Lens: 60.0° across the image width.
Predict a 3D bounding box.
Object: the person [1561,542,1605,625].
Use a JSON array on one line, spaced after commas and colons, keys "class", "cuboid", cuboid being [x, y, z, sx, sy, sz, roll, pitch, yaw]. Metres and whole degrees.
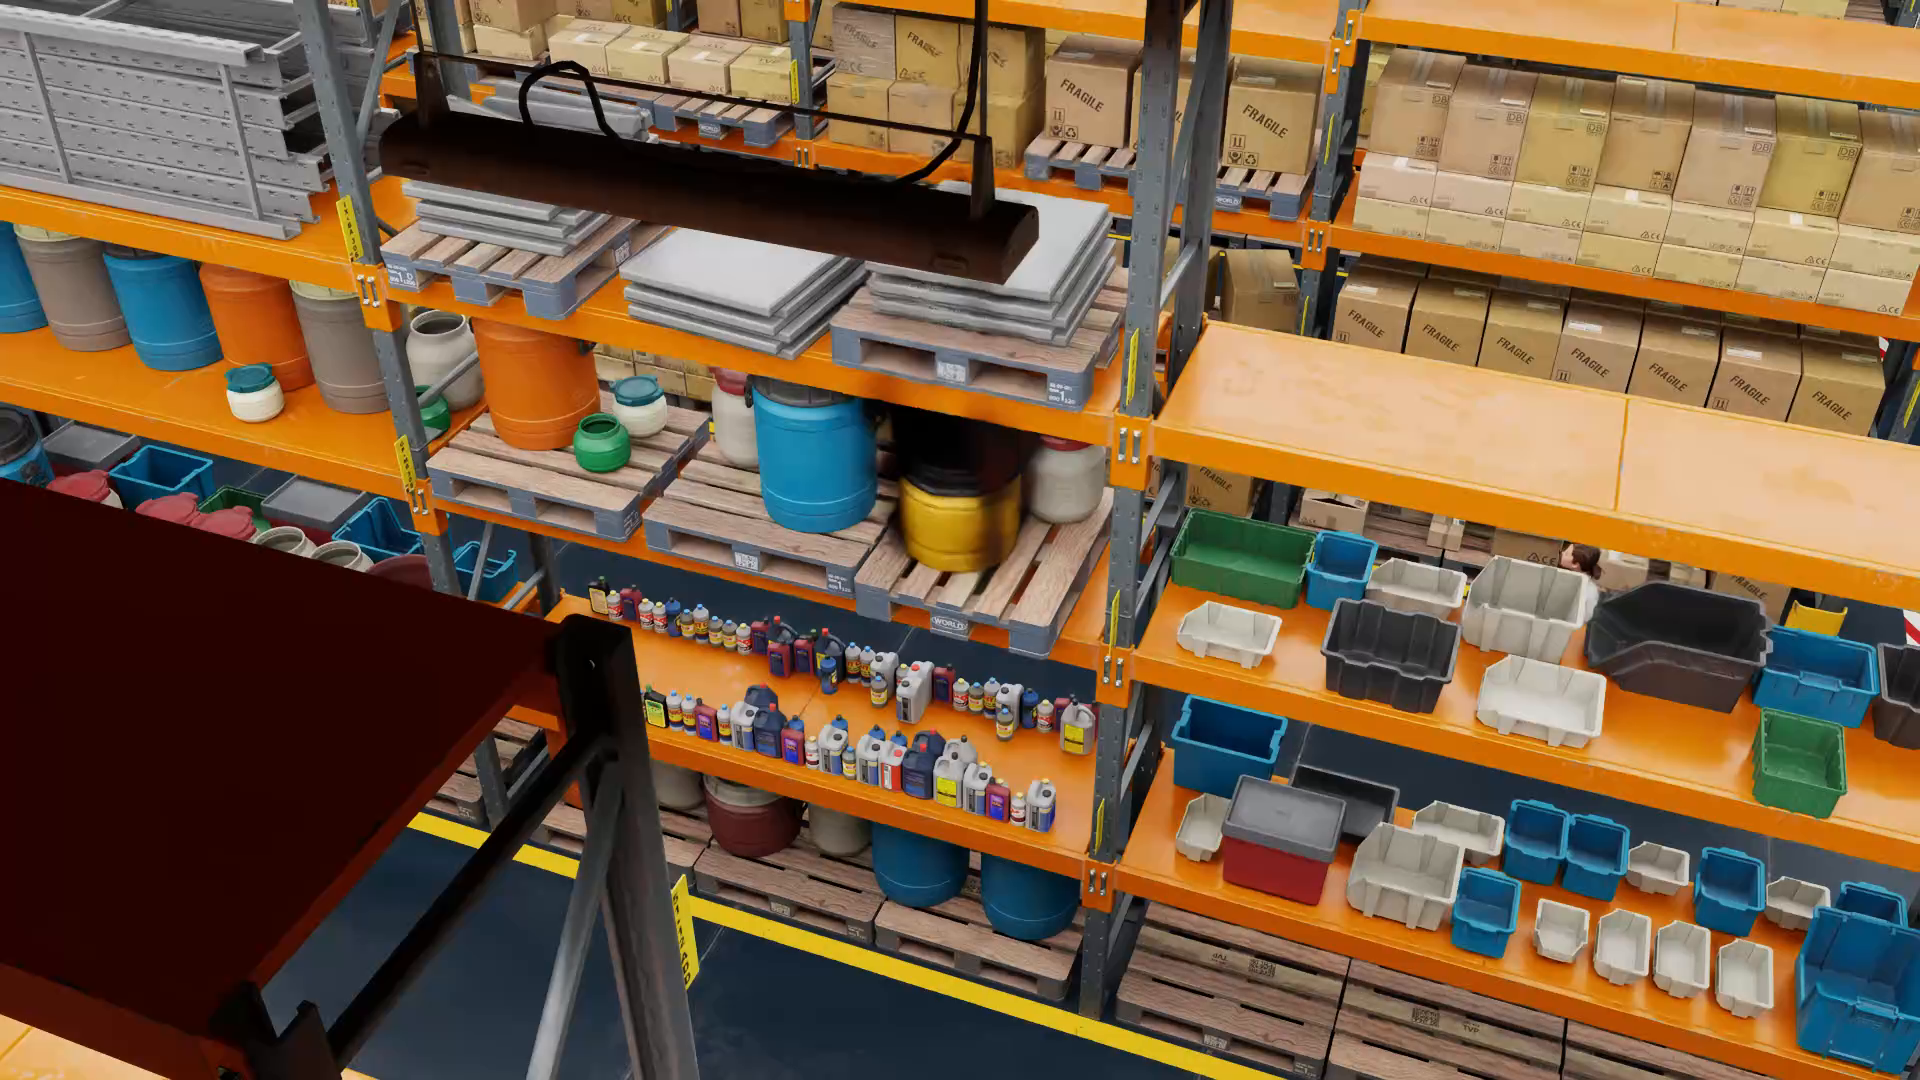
[{"class": "person", "cuboid": [4.020, 0.654, 11.133, 0.608, 1.537, 0.568, 4, 37, 5]}]
